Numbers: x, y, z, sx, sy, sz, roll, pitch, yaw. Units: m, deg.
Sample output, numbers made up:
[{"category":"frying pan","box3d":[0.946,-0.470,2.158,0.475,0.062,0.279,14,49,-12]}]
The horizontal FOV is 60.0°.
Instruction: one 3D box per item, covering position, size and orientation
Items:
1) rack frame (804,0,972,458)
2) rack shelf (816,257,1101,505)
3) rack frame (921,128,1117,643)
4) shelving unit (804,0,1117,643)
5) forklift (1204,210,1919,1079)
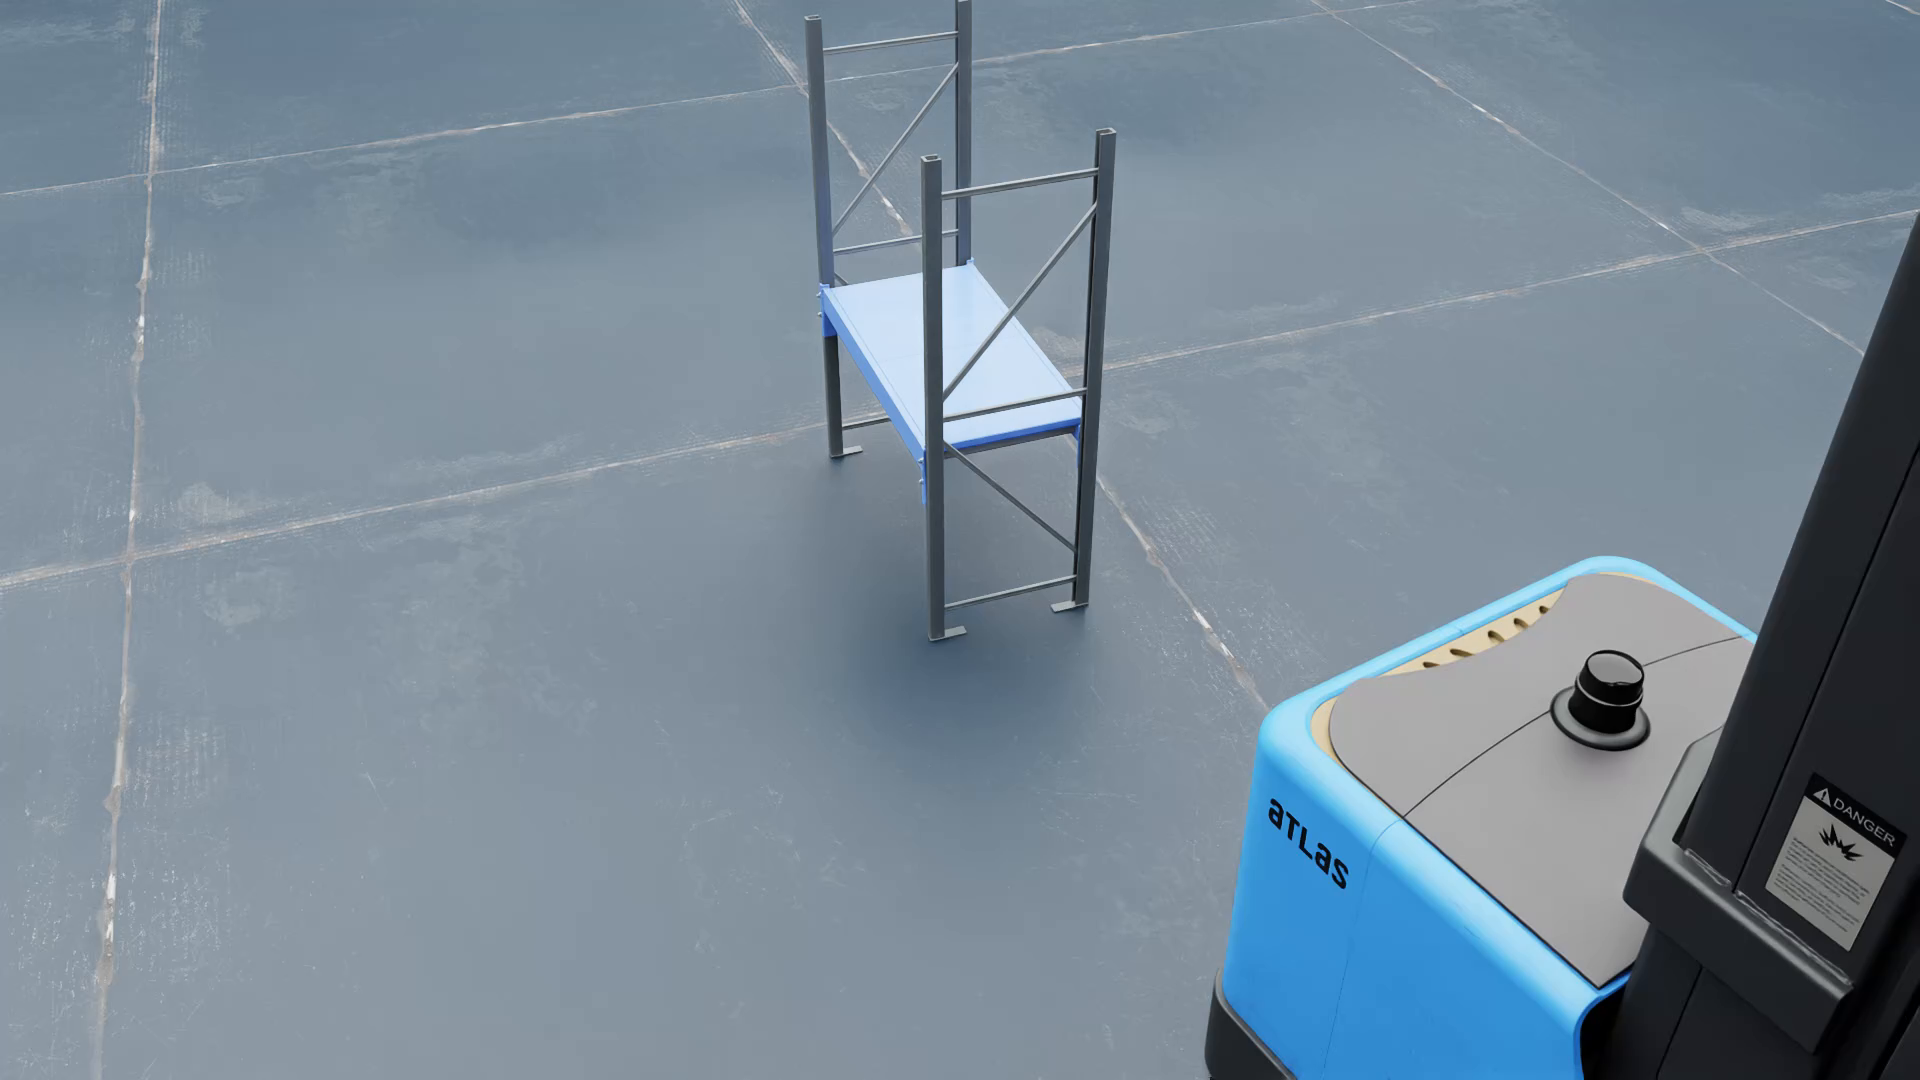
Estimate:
[{"category":"rack frame","box3d":[-0.204,-0.934,5.244,0.500,1.500,0.032,-12,39,-16]},{"category":"rack shelf","box3d":[-0.029,-0.504,4.971,0.538,0.185,1.000,-12,39,-16]},{"category":"rack frame","box3d":[0.146,-0.360,4.481,0.500,1.500,0.032,-12,39,-16]},{"category":"shelving unit","box3d":[-0.029,-0.647,4.863,0.538,1.500,1.048,-12,39,-16]},{"category":"forklift","box3d":[1.742,0.601,2.016,1.130,2.935,3.031,-21,42,-25]}]
